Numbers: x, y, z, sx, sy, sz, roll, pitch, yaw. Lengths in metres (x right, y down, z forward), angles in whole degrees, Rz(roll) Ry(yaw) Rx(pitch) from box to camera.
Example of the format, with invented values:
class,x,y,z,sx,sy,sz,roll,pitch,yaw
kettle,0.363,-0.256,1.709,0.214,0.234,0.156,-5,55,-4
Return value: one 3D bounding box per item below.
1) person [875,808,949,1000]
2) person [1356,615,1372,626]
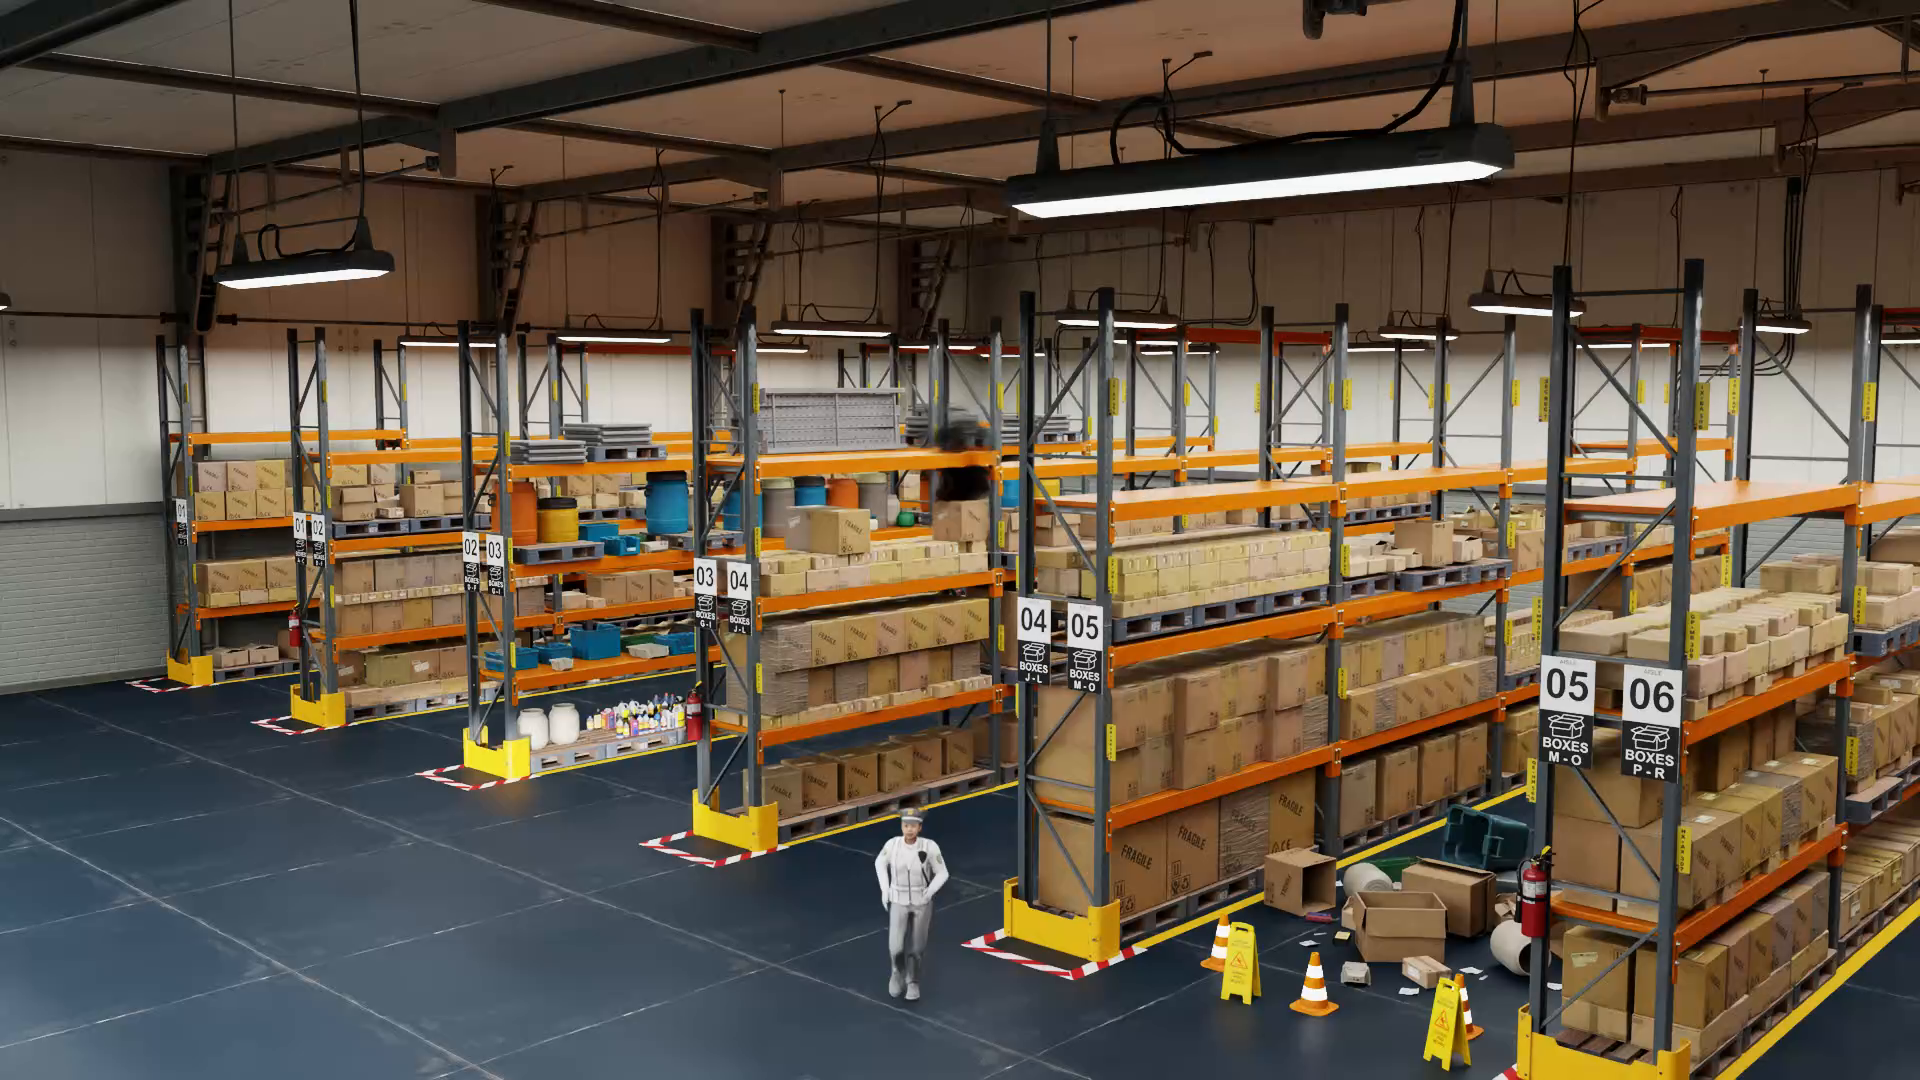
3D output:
class,x,y,z,sx,sy,sz,roll,pitch,yaw
person,-0.406,3.035,13.835,0.624,1.666,0.577,0,5,1
person,6.117,1.930,25.312,0.645,1.772,0.816,4,7,36
